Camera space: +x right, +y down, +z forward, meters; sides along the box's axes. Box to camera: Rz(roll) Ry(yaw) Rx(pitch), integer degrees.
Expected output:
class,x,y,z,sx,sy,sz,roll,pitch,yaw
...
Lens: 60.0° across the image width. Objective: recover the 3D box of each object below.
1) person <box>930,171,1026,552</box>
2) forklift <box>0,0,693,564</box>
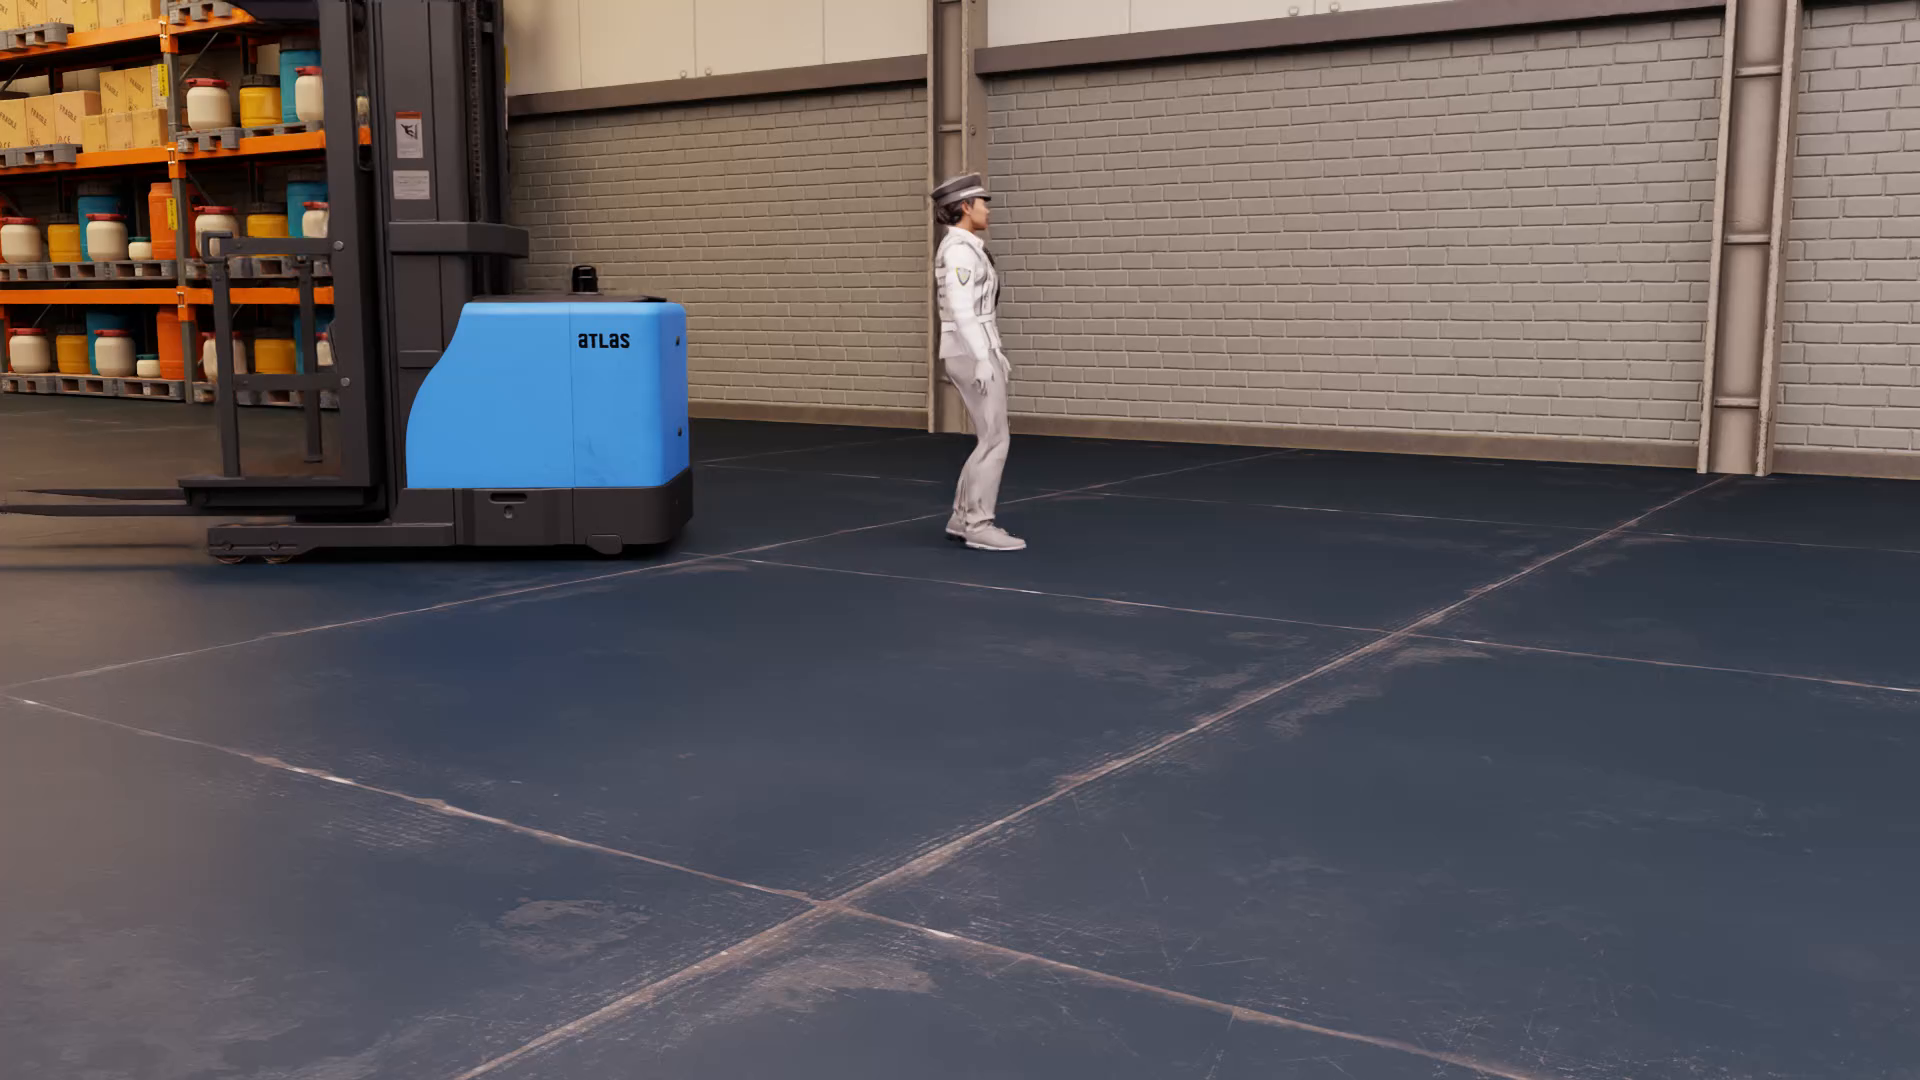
class,x,y,z,sx,sy,sz,roll,pitch,yaw
person,0.085,-0.808,7.468,0.437,1.670,0.672,0,8,3
forklift,-2.766,-1.427,7.231,3.031,2.935,1.130,0,8,-2
